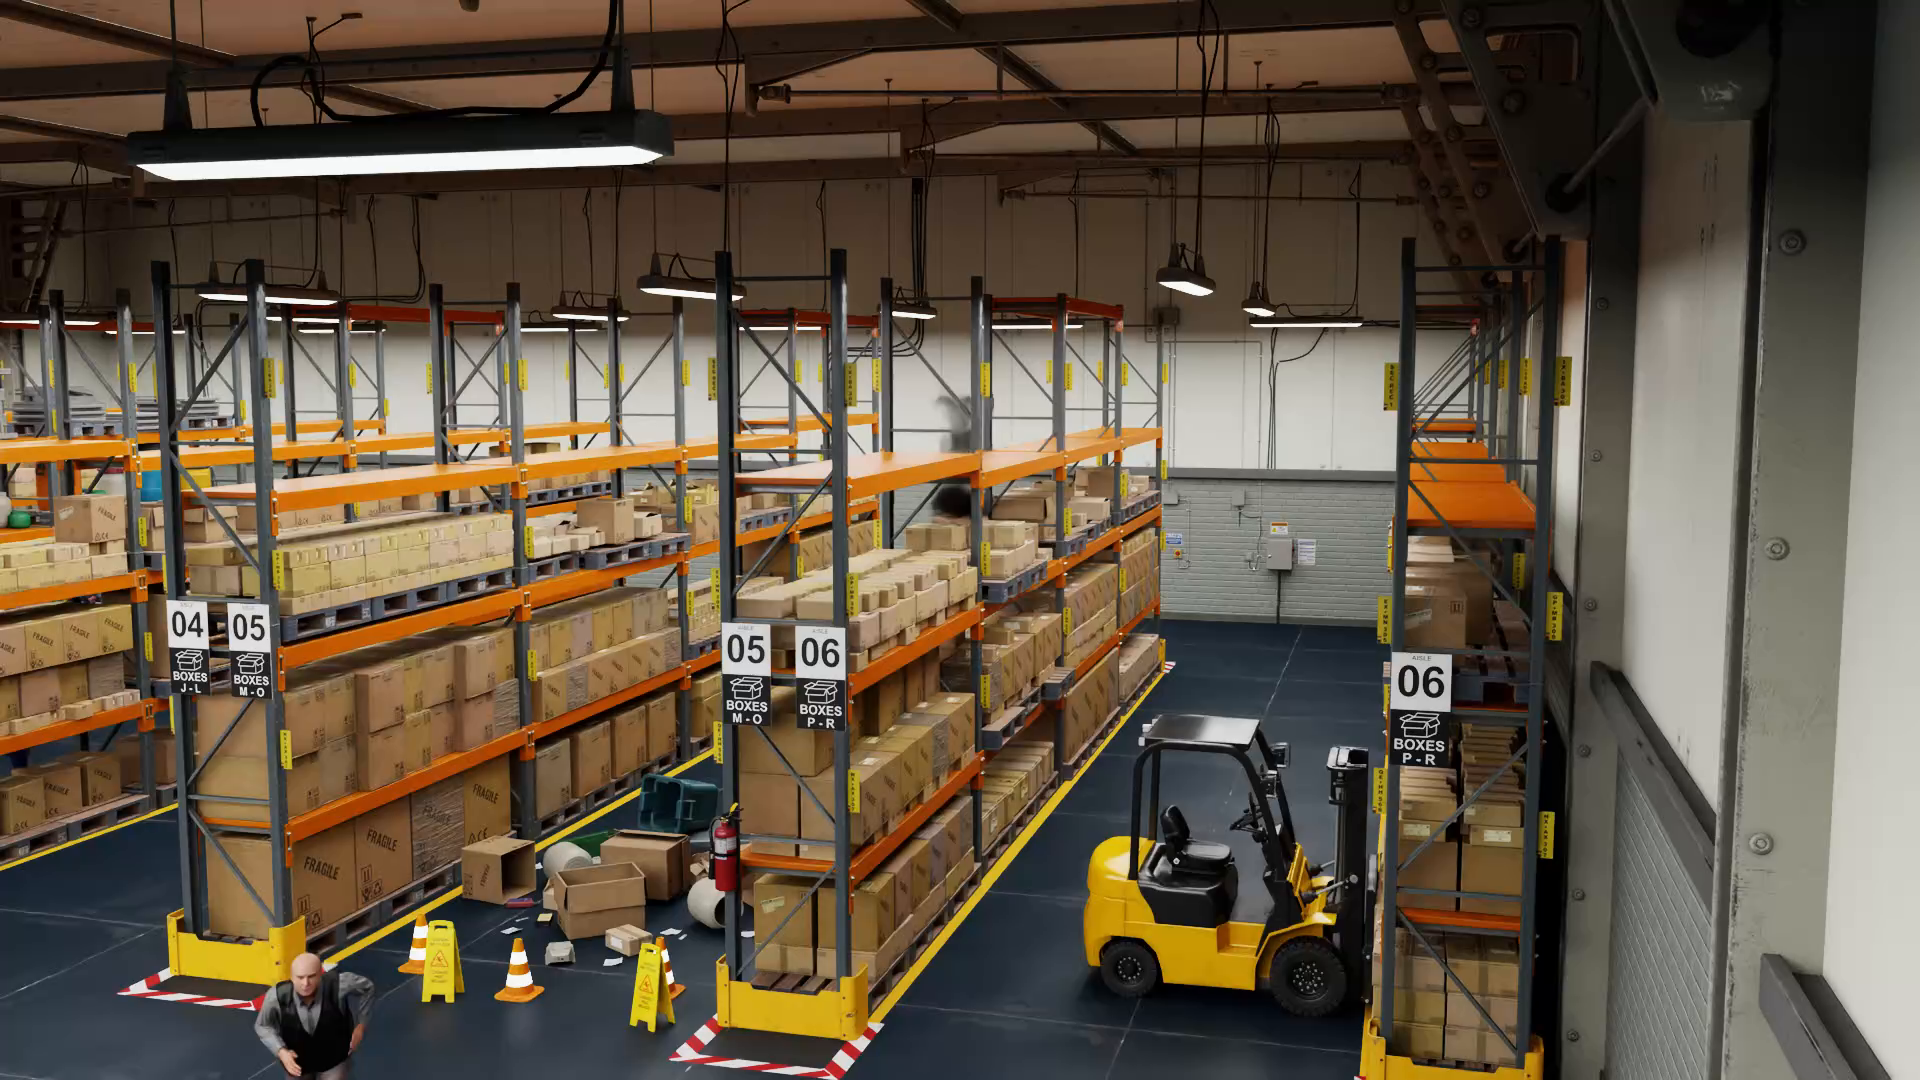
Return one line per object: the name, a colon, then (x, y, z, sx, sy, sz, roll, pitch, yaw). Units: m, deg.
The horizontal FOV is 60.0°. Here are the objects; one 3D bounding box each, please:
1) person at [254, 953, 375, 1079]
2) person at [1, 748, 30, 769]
person: (-4.011, 3.275, 10.392, 0.697, 1.680, 1.007, -2, 6, -20)
person: (-11.665, 2.196, 20.594, 0.595, 1.601, 0.561, 1, 6, 6)
